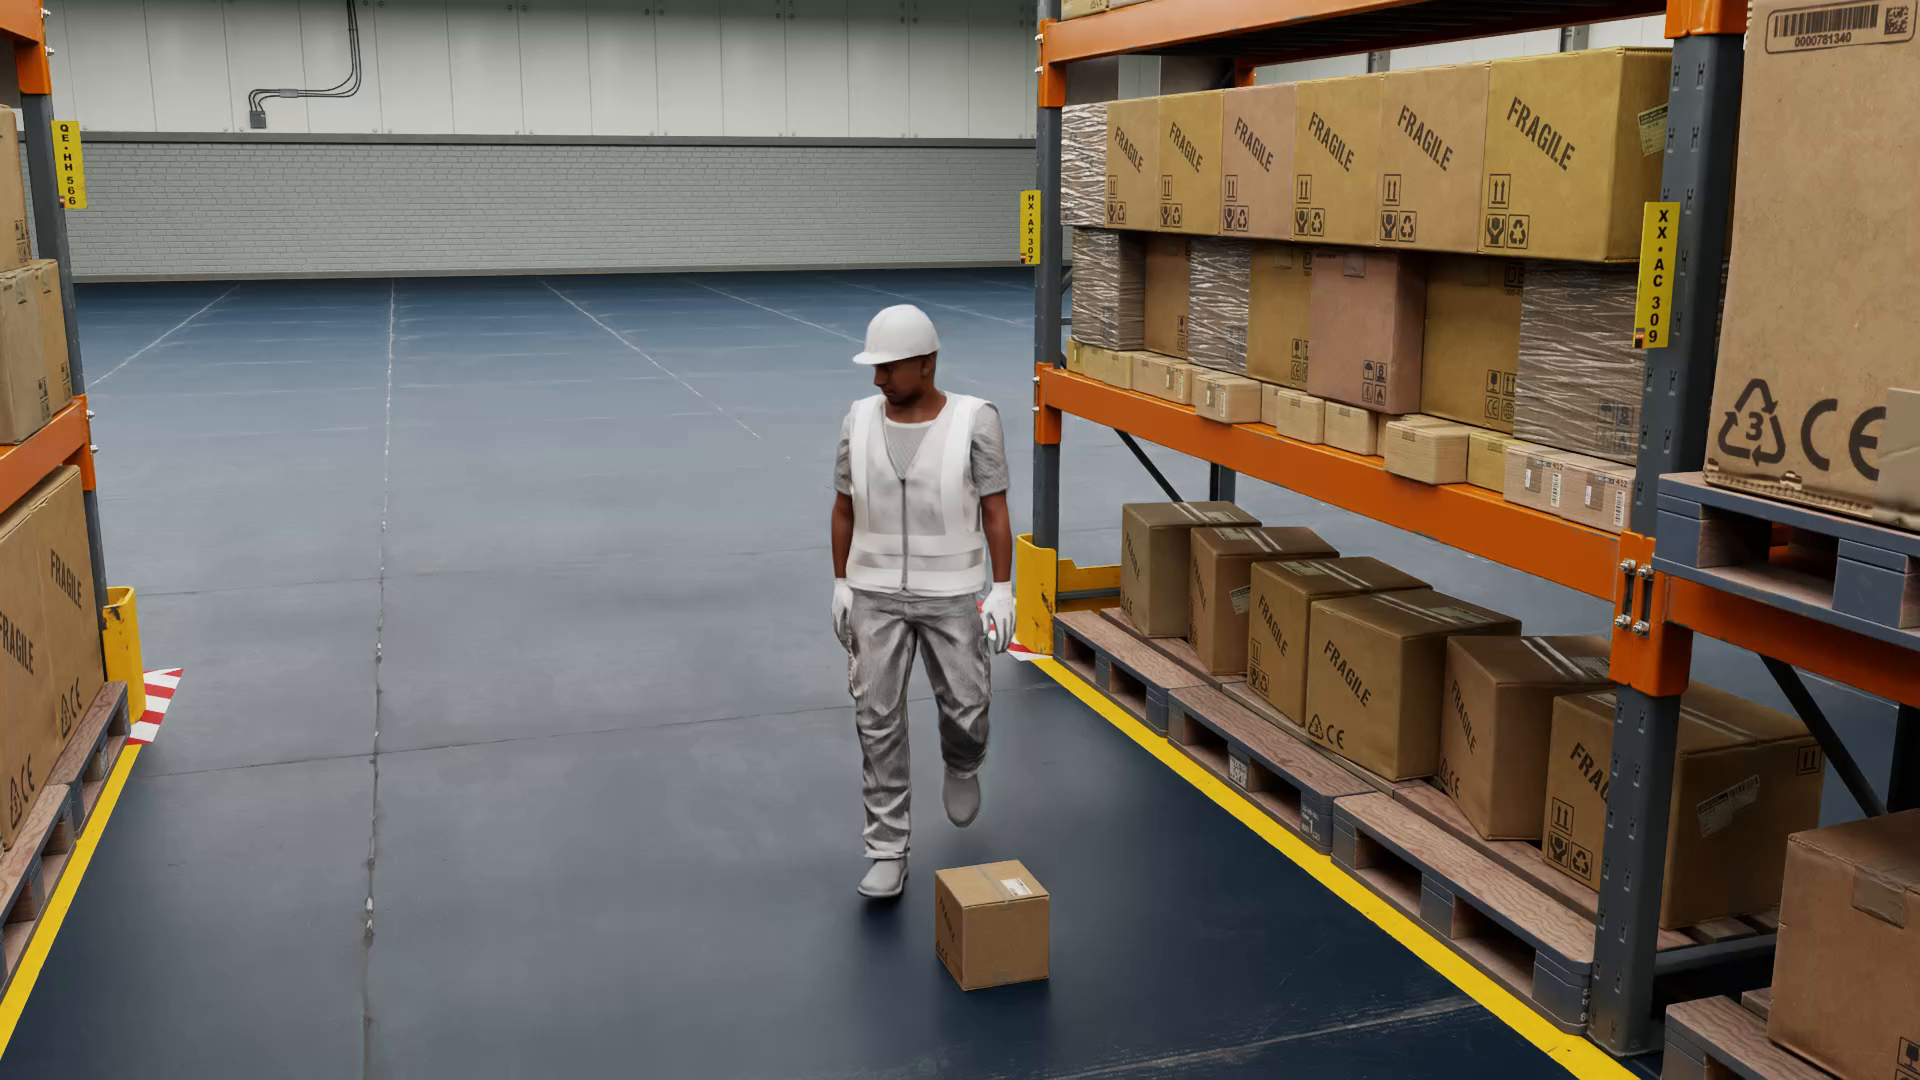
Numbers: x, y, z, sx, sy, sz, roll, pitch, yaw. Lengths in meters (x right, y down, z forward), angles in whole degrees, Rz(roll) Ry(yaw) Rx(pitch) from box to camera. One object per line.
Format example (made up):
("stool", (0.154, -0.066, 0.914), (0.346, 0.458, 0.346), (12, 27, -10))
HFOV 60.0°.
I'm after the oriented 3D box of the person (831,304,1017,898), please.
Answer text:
("person", (-0.120, 0.169, 5.101), (0.591, 1.768, 0.734), (2, 12, 9))
